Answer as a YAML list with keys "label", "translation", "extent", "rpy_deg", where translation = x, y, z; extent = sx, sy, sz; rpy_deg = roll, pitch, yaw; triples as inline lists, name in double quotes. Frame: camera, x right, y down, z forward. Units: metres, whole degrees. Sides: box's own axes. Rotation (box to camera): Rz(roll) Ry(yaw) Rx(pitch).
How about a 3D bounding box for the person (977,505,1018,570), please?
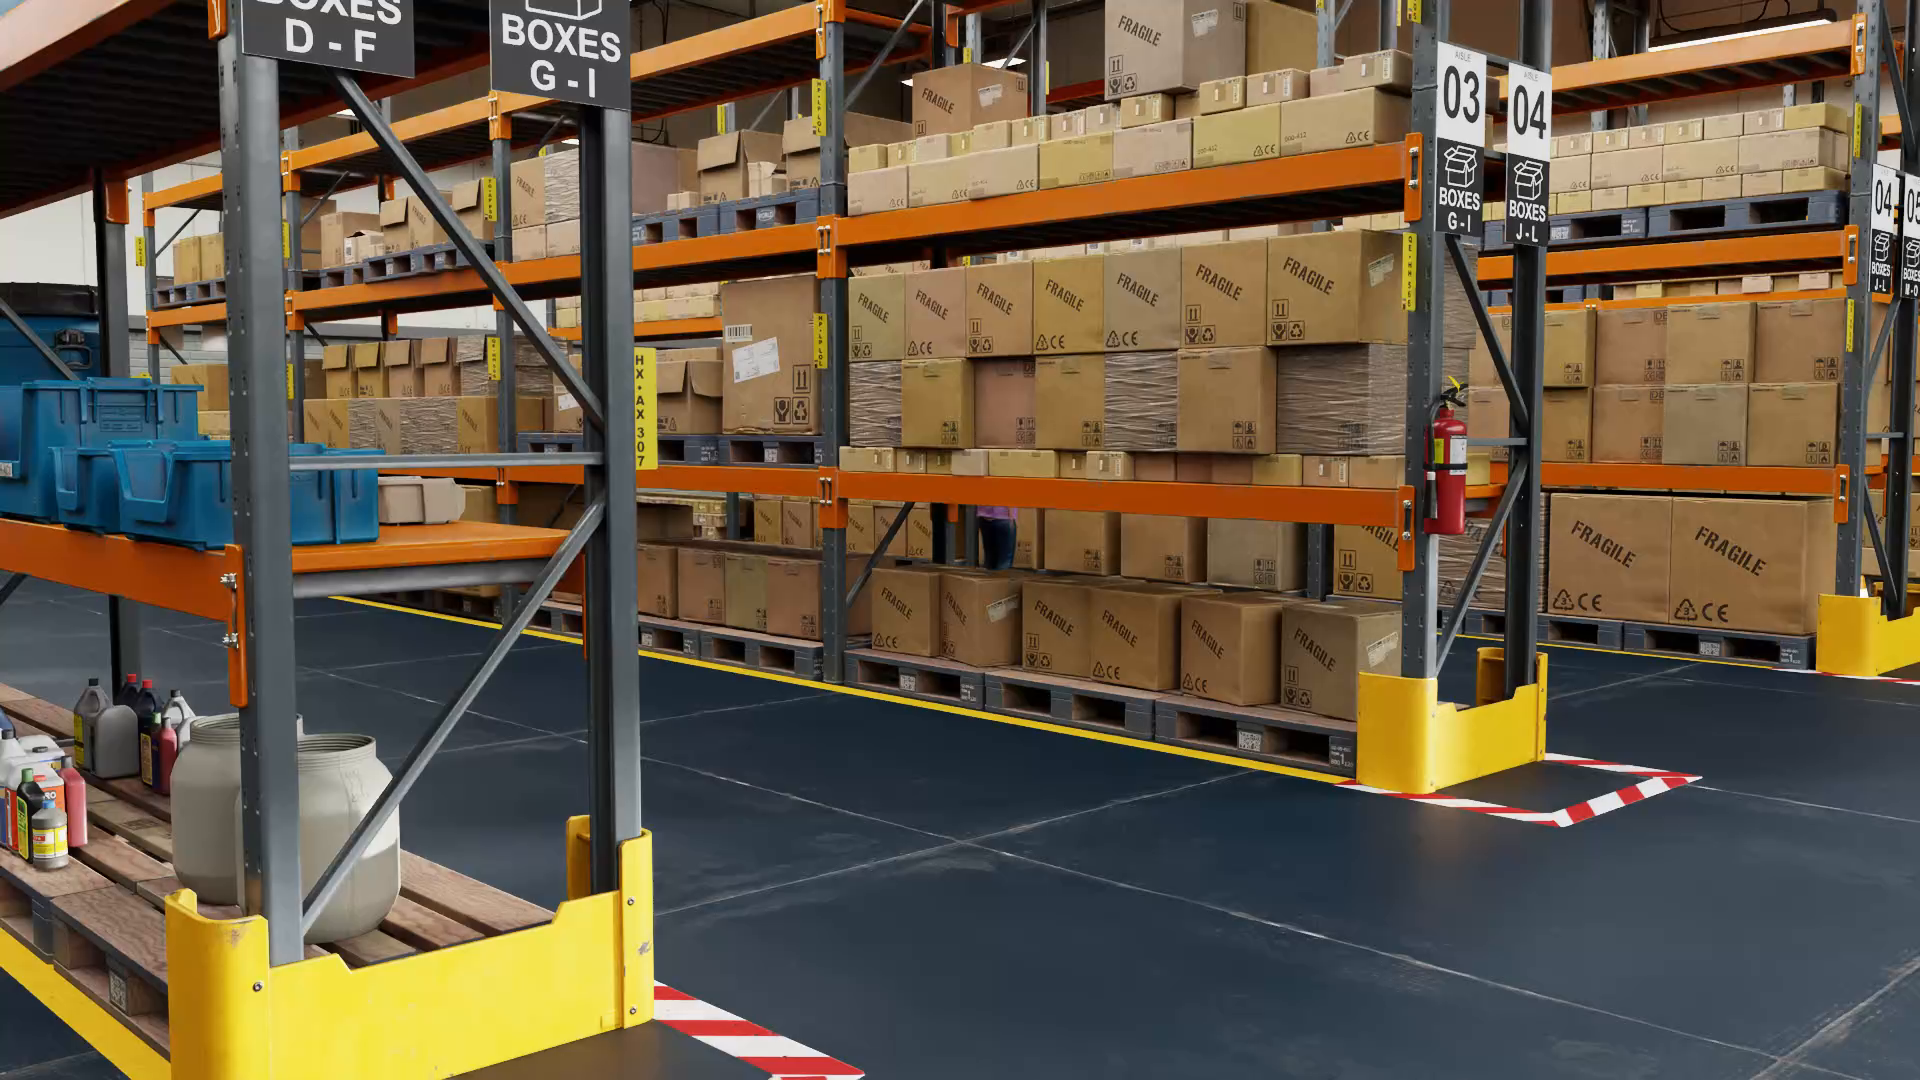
- label: "person"
  translation: [0.290, -0.147, 13.507]
  extent: [0.312, 1.621, 0.406]
  rpy_deg: [-4, 6, -42]
